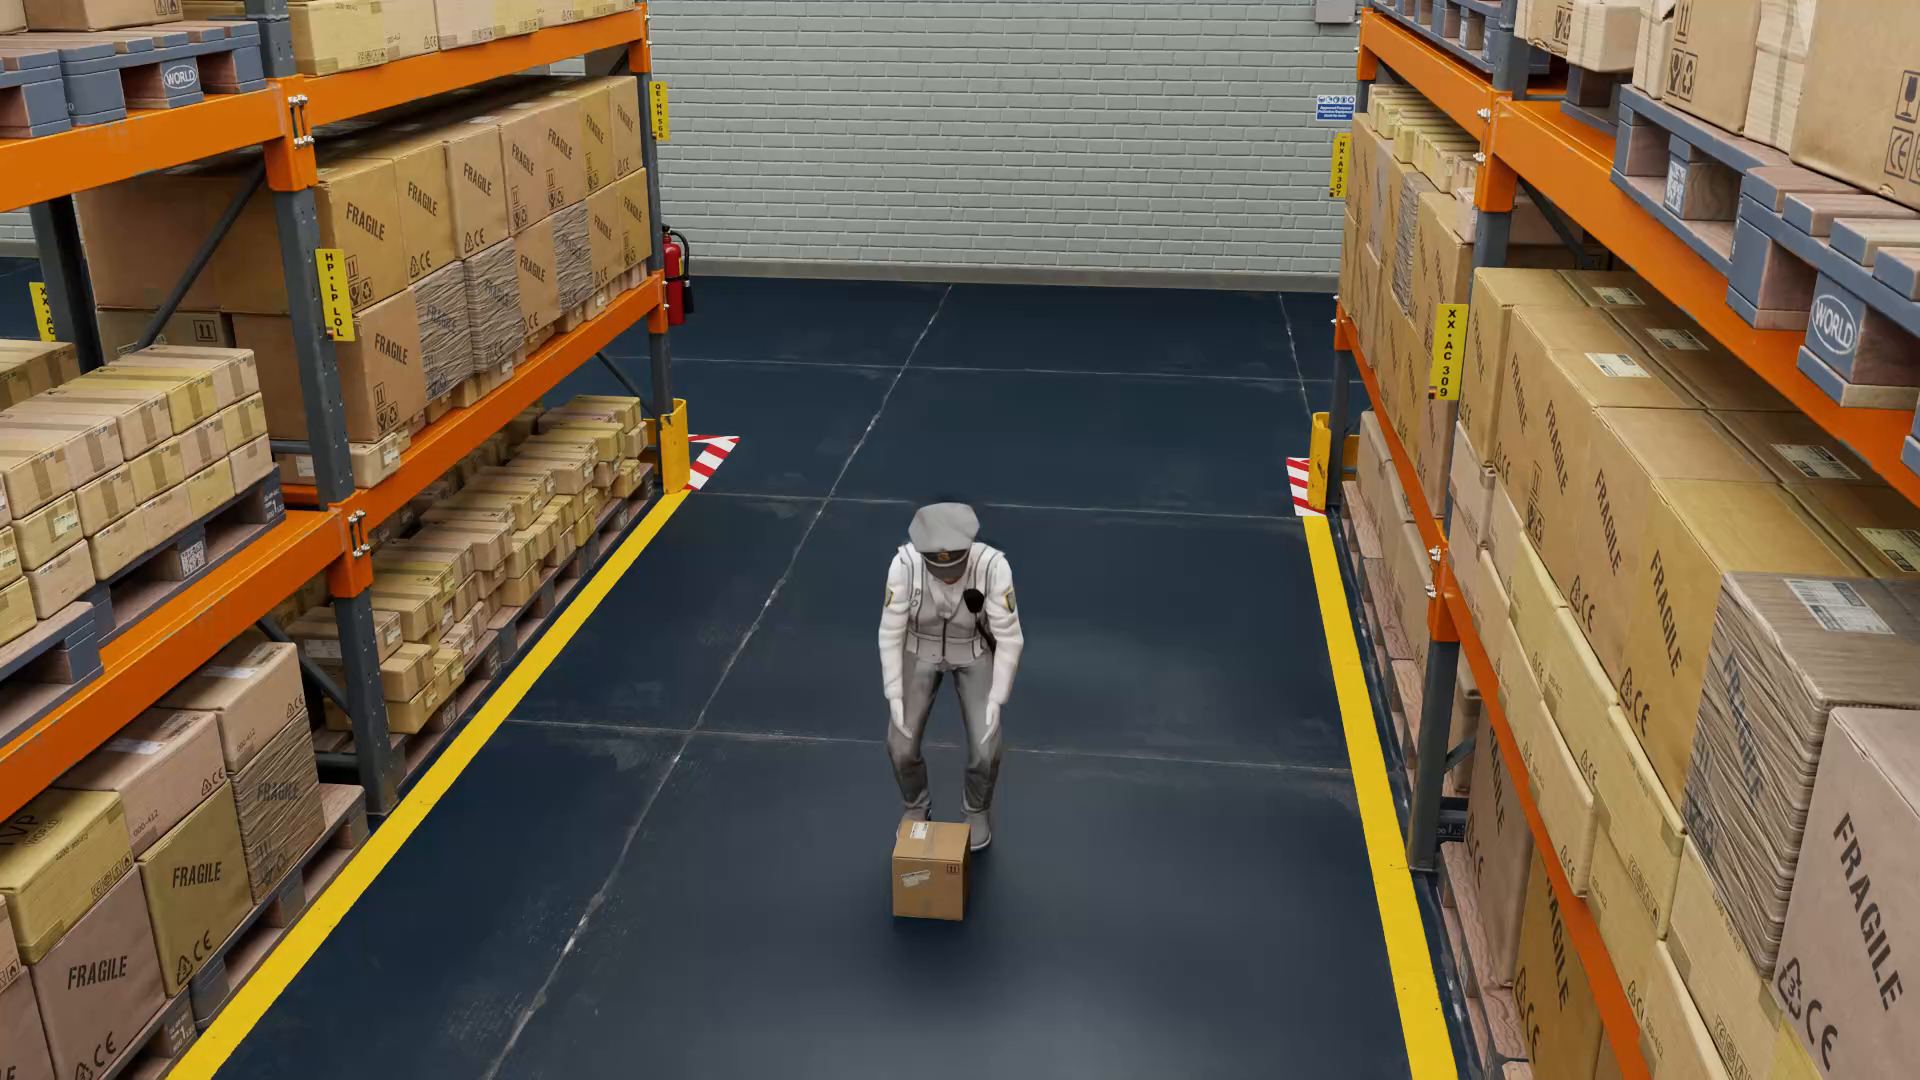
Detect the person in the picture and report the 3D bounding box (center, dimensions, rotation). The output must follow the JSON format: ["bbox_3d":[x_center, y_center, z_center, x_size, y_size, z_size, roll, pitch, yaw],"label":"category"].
[{"bbox_3d":[-0.029,0.494,6.153,0.534,1.429,0.674,3,21,7],"label":"person"}]
